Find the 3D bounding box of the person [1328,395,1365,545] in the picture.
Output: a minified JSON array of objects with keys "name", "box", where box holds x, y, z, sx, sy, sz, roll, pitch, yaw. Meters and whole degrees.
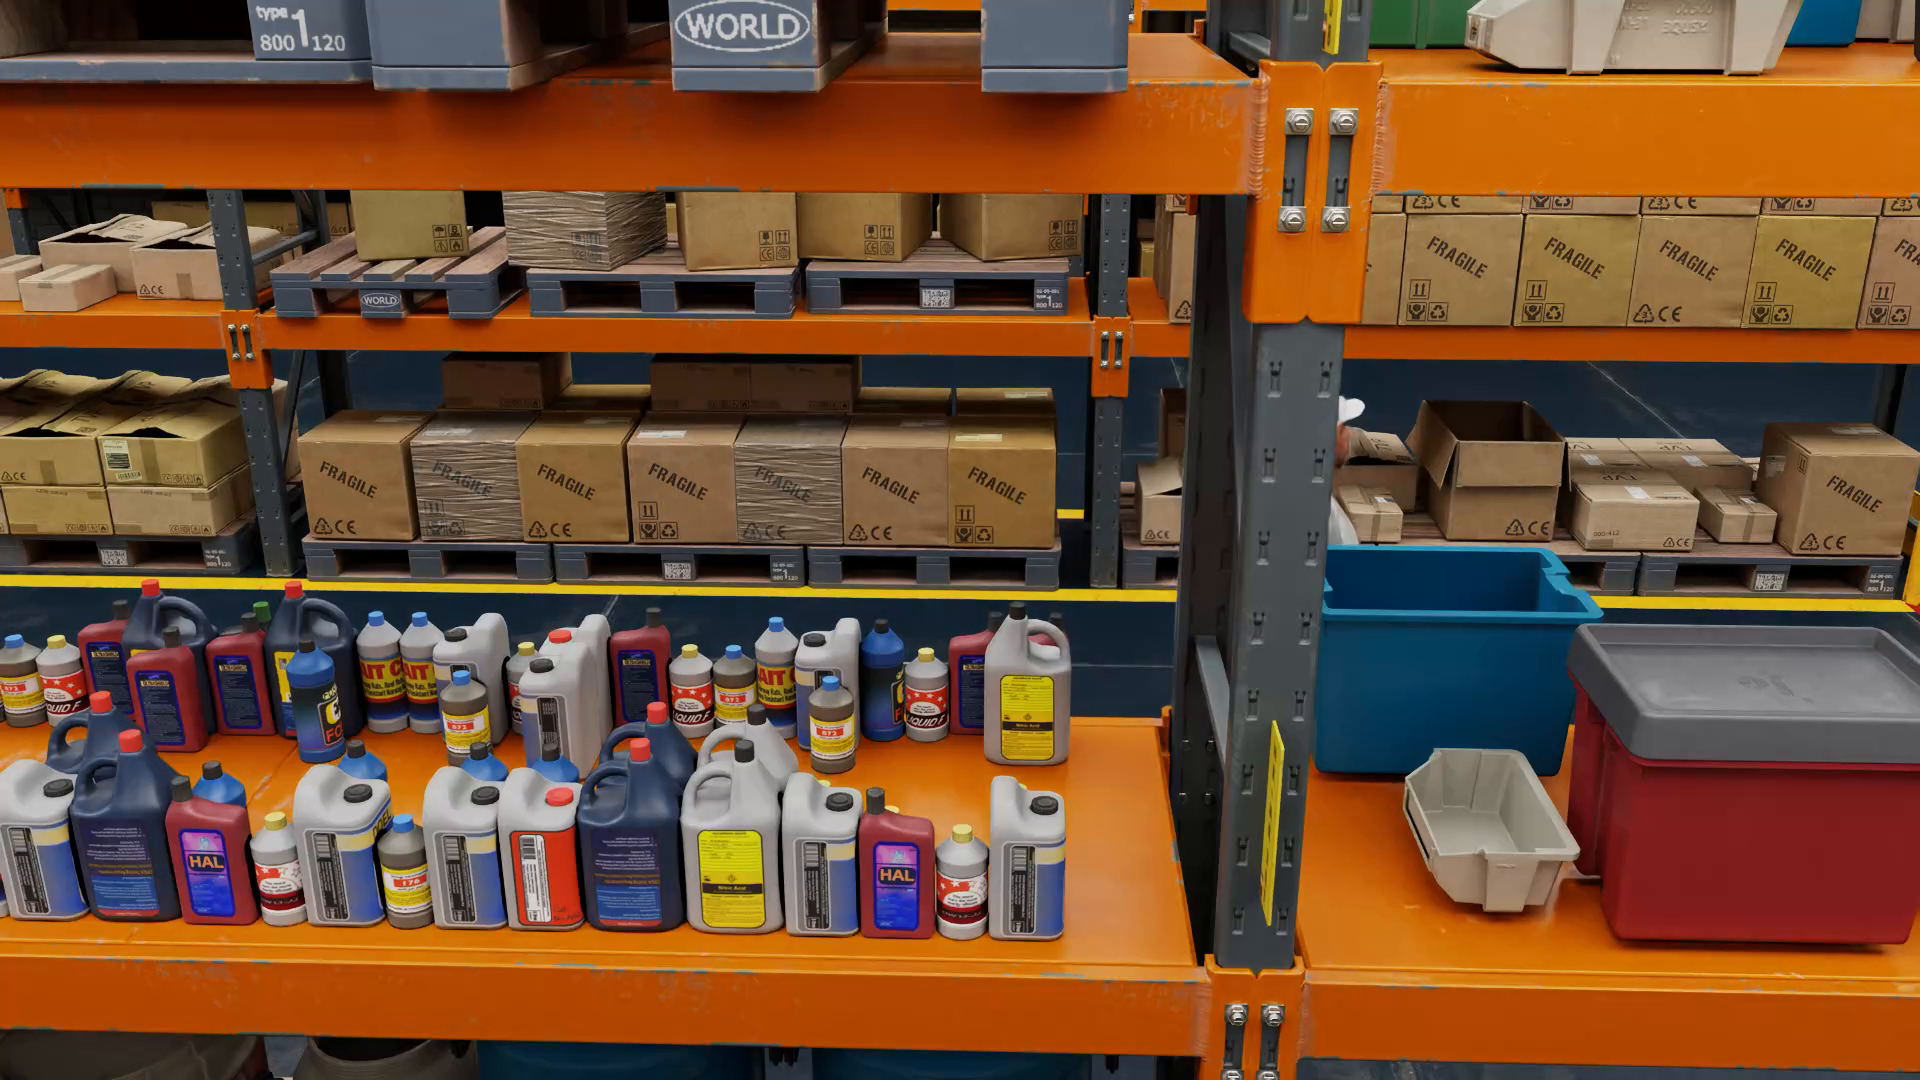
[{"name":"person","box":[1.139,0.347,5.077,1.055,1.719,0.541,2,21,5]}]
